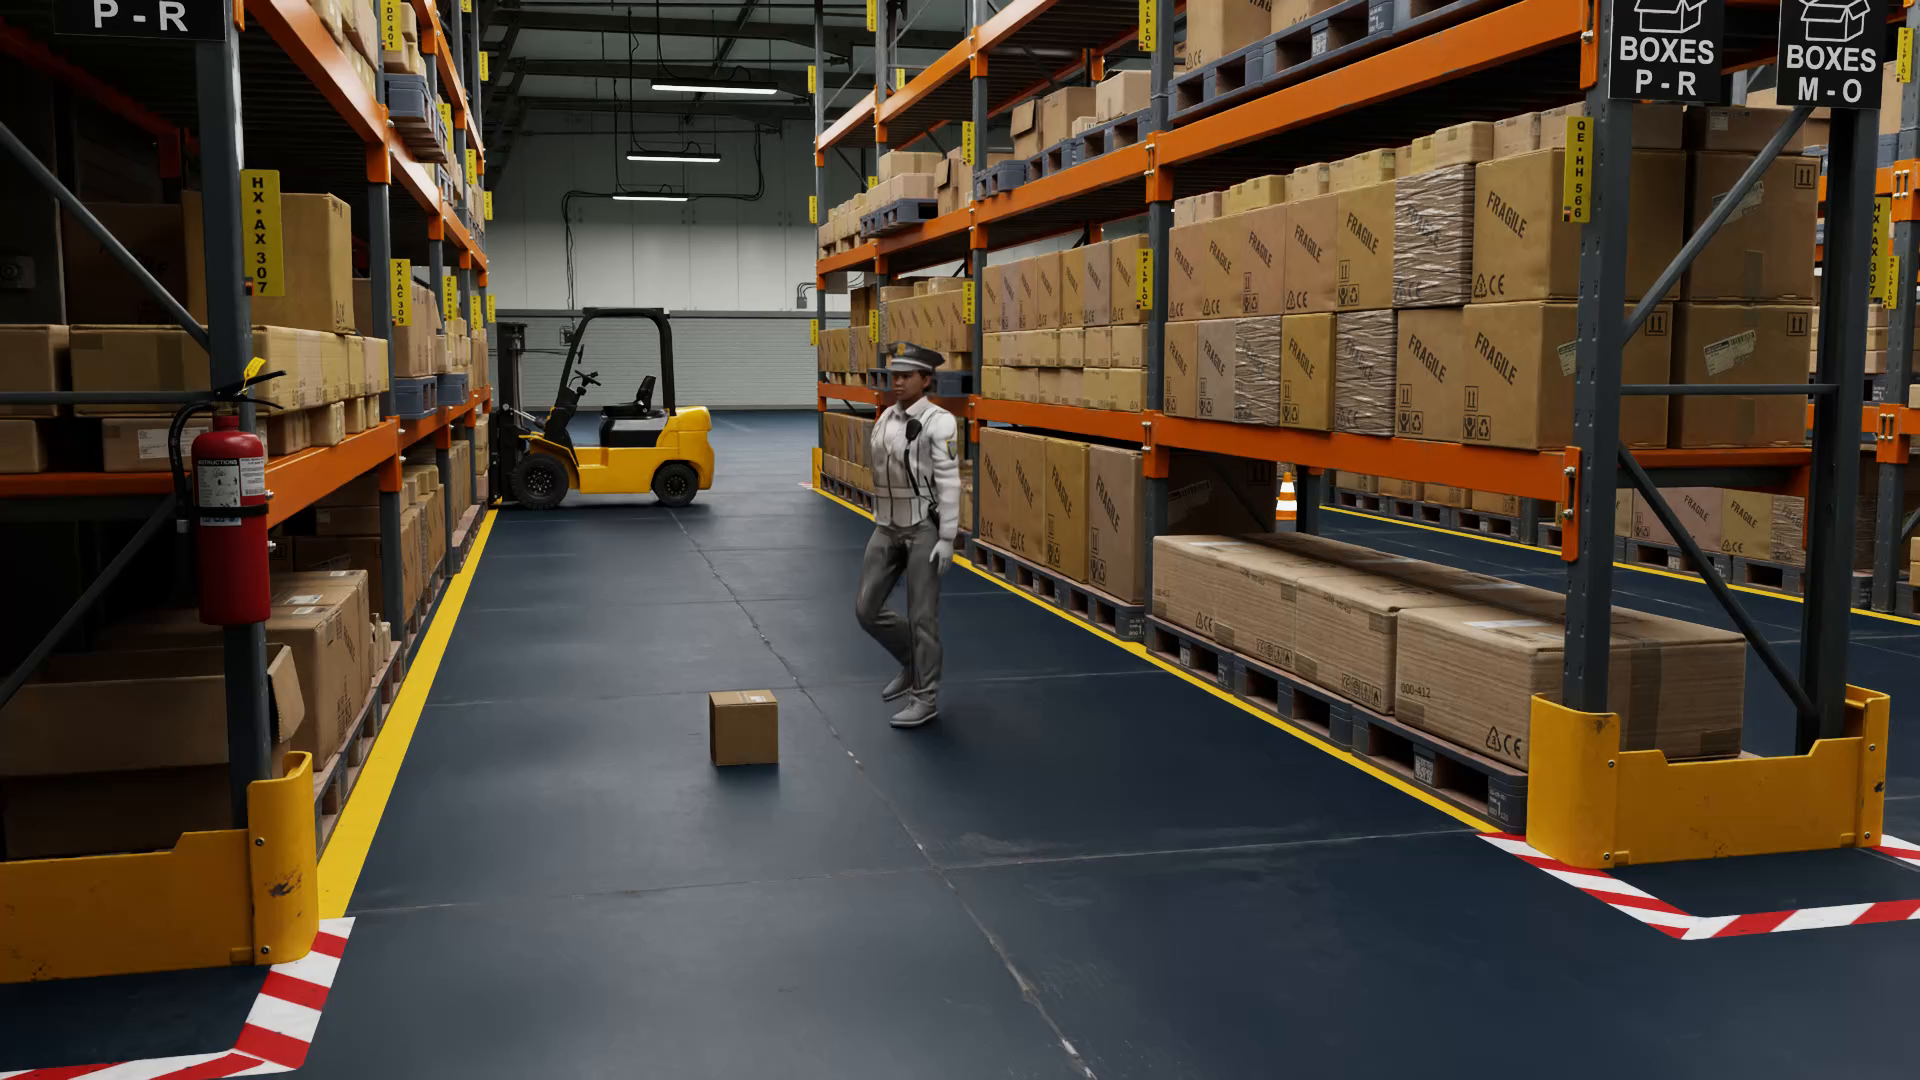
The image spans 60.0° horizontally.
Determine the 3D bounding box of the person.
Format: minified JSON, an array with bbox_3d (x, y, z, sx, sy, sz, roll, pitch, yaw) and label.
[{"bbox_3d":[-0.186,-0.033,7.345,0.514,1.683,0.440,6,8,42],"label":"person"}]
